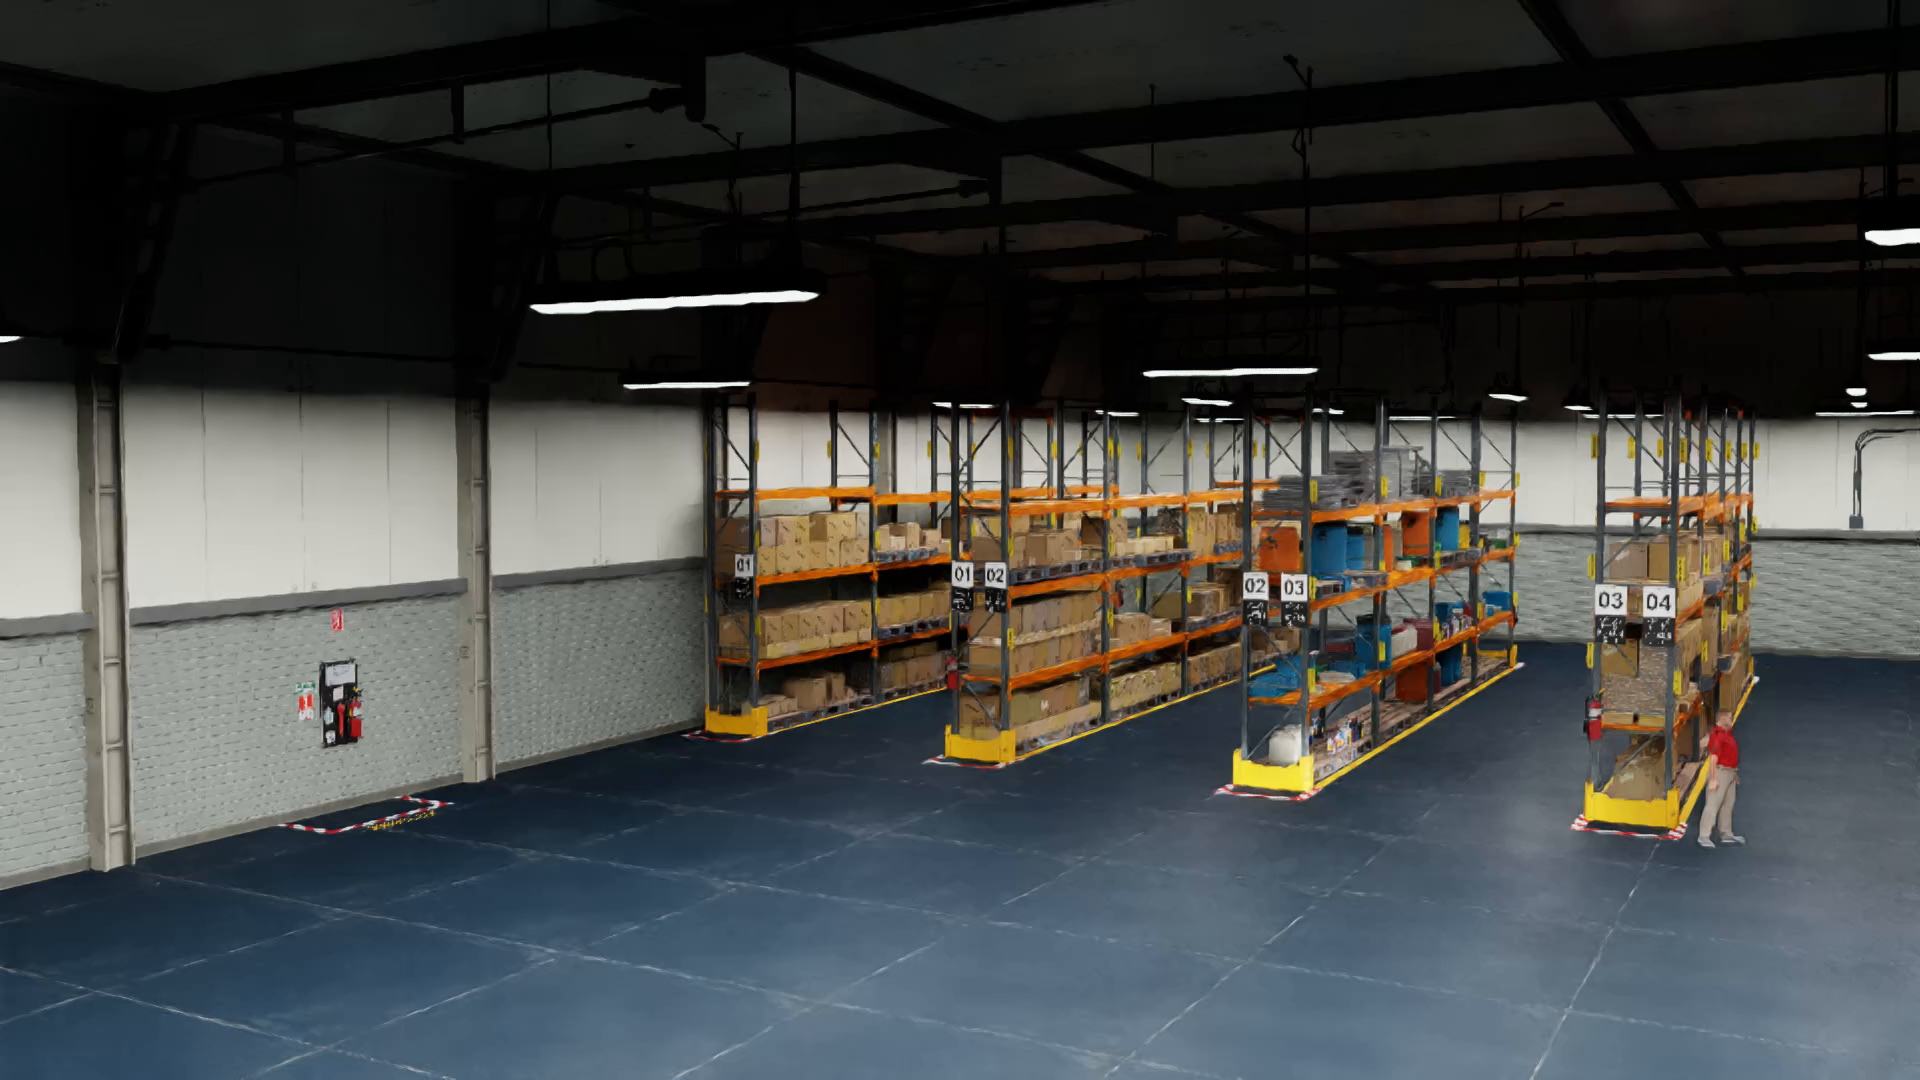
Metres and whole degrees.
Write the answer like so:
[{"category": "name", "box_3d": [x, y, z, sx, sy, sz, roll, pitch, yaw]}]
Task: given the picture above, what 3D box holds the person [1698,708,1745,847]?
[{"category": "person", "box_3d": [9.627, 2.994, 21.023, 0.467, 1.728, 0.677, 2, 4, 38]}]
